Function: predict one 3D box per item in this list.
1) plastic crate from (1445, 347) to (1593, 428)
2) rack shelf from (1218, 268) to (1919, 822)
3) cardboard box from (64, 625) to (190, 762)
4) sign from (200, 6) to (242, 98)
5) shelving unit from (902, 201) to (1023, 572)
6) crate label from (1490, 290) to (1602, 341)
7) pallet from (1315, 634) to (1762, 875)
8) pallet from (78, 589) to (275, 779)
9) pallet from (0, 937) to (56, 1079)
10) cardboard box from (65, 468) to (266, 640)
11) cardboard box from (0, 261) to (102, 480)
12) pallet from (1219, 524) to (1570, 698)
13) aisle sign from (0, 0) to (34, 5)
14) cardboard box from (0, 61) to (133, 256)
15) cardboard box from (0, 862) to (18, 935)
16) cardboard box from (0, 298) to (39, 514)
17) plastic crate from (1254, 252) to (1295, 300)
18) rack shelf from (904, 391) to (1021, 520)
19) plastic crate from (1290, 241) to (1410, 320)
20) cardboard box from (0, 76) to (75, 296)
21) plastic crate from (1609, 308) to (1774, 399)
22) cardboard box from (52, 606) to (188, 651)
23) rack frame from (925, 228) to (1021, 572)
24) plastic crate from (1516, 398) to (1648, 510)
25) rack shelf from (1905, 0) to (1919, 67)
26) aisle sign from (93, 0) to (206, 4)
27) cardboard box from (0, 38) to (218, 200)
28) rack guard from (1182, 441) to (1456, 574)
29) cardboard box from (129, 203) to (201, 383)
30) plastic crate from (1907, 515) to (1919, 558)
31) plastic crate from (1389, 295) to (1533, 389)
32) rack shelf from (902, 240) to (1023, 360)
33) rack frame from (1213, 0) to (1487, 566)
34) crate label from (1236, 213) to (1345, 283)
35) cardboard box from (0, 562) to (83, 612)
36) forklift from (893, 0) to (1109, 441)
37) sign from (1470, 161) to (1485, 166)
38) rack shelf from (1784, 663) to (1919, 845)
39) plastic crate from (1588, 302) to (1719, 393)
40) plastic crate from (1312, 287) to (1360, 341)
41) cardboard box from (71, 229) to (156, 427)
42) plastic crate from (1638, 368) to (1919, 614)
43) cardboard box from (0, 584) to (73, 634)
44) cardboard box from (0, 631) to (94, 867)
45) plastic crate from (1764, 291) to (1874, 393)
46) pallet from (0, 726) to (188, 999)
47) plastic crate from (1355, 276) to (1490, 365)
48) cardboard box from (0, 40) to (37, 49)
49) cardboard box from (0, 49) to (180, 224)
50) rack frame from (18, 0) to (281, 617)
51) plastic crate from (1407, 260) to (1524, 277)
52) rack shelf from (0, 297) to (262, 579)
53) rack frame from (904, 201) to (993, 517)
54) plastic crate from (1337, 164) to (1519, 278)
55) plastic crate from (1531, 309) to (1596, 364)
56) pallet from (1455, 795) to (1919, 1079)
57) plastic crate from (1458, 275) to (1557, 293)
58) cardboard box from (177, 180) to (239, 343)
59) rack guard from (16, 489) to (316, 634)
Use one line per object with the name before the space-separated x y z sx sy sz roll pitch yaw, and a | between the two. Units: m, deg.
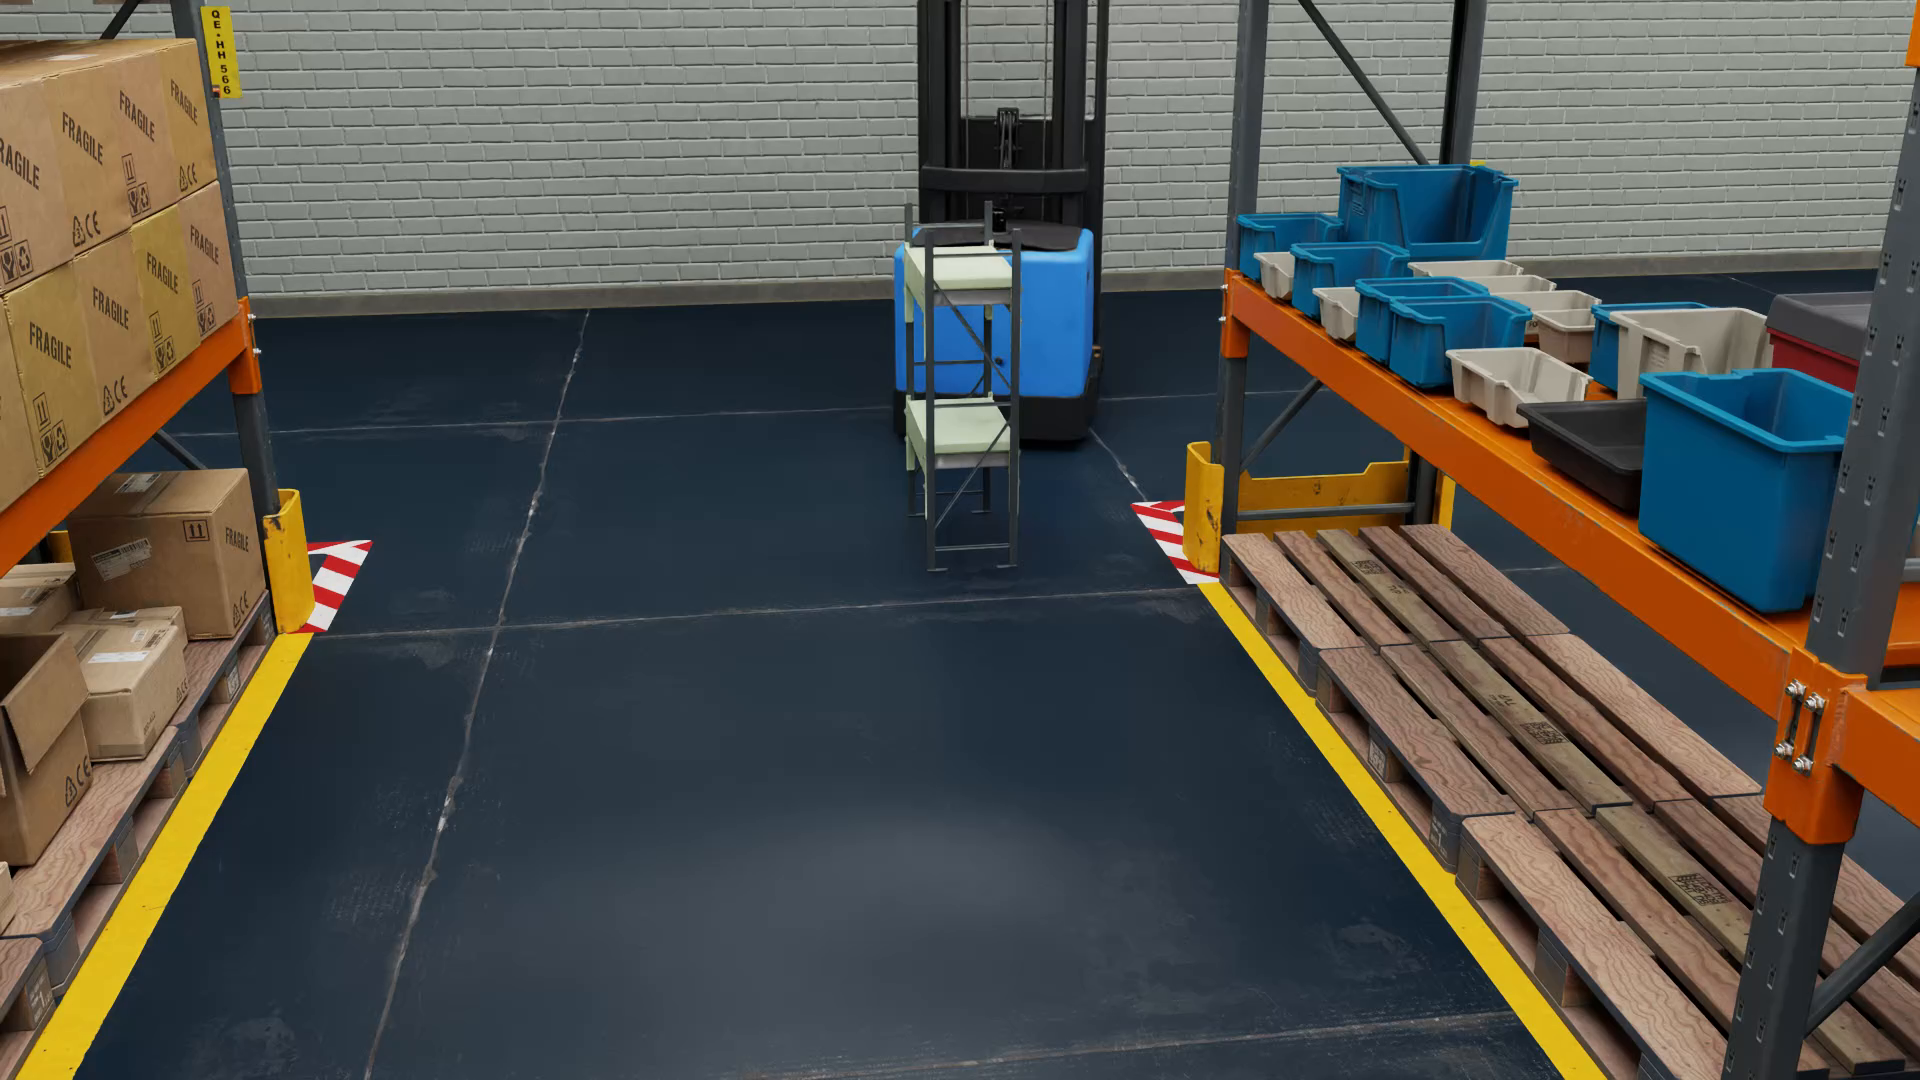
plastic crate | 1.652 -0.443 4.907 0.293 0.136 0.466 -3 21 -8
rack shelf | 1.913 -0.306 5.278 1.077 0.370 4.000 -3 21 -8
cardboard box | -2.849 0.501 5.389 0.500 0.250 0.500 -3 21 -8
sign | -2.726 -1.799 6.139 0.100 0.325 0.005 -3 21 -8
shelving unit | 0.001 -0.700 7.448 0.431 1.500 0.755 -3 21 -8
crate label | 2.013 -0.771 5.785 0.396 0.136 0.243 -3 21 -8
pallet | 1.877 0.679 5.596 1.003 0.211 1.213 -3 21 -8
pallet | -3.151 0.521 6.019 1.003 0.211 1.213 -3 21 -8
pallet | -2.799 1.366 3.757 1.003 0.211 1.213 -3 21 -8
cardboard box | -2.956 0.053 6.230 0.500 0.500 0.500 -3 21 -8
cardboard box | -2.727 -0.466 4.534 0.500 0.500 0.500 -3 21 -9
pallet | 1.705 0.258 6.724 1.003 0.211 1.213 -3 21 -8
aisle sign | -3.578 -2.314 5.909 0.394 0.787 0.004 -3 21 -8
cardboard box | -2.789 -1.108 4.824 0.500 0.500 0.500 -2 21 -6
cardboard box | -2.682 0.963 4.270 0.380 0.166 0.250 -3 21 -8
cardboard box | -2.652 -0.290 4.063 0.500 0.500 0.500 -3 21 -8
plastic crate | 1.298 -1.023 6.460 0.250 0.136 0.298 -3 21 -8
rack shelf | 0.001 -0.395 7.562 0.431 0.370 0.720 -3 21 -8
plastic crate | 1.429 -0.956 6.141 0.416 0.233 0.300 -3 21 -8
cardboard box | -2.715 -0.930 4.348 0.500 0.500 0.500 -2 21 -6
plastic crate | 2.163 -0.462 4.749 0.437 0.282 0.530 -3 21 -8
cardboard box | -2.986 0.354 5.901 0.380 0.166 0.250 -3 21 -8
rack frame | 0.054 -0.574 7.108 0.400 1.500 0.023 -3 21 -8
plastic crate | 1.774 -0.224 4.337 0.437 0.125 0.590 -3 21 -8
rack shelf | 1.913 -1.712 4.753 1.077 0.370 4.000 -3 21 -8
aisle sign | -2.985 -2.344 5.990 0.394 0.787 0.004 -3 21 -8
cardboard box | -2.942 -1.462 5.773 0.500 0.500 0.500 -3 21 -8
rack guard | 1.608 -0.173 7.464 1.175 0.500 0.348 -3 21 -8
cardboard box | -2.866 -0.813 5.464 0.500 0.500 0.500 -3 21 -7
plastic crate | 2.275 -0.024 3.784 0.396 0.136 0.243 -3 21 -8
plastic crate | 1.567 -0.624 5.253 0.416 0.233 0.300 -3 21 -8
rack shelf | 0.001 -1.066 7.311 0.431 0.370 0.720 -3 21 -8
rack frame | 1.624 -1.336 7.006 1.000 3.000 0.127 -3 21 -8
crate label | 1.334 -1.184 6.751 0.416 0.233 0.303 -3 21 -8
cardboard box | -3.558 0.204 6.328 0.380 0.149 0.250 -3 21 -8
forklift | 0.330 -2.383 9.908 1.130 2.935 3.031 2 21 7
sign | 2.166 -1.446 7.067 0.100 0.325 0.005 -3 21 -8
rack shelf | 2.489 1.078 1.570 1.077 0.370 4.000 -3 21 -8
plastic crate | 2.174 -0.588 5.156 0.416 0.233 0.300 -3 21 -8
plastic crate | 1.396 -0.788 5.831 0.250 0.136 0.298 -3 21 -8
cardboard box | -2.799 -0.640 5.001 0.500 0.500 0.500 -3 21 -7
plastic crate | 1.796 -0.116 3.677 0.392 0.384 0.575 -3 21 -8
cardboard box | -3.408 0.370 5.739 0.500 0.250 0.500 -3 21 -8
cardboard box | -2.977 0.611 4.733 0.797 0.503 0.637 -3 21 -8
plastic crate | 2.320 -0.331 4.138 0.402 0.464 0.583 -3 21 -8
pallet | -2.978 0.943 4.891 1.003 0.211 1.213 -3 21 -8
plastic crate | 1.524 -0.728 5.531 0.416 0.233 0.300 -3 21 -8
cardboard box | -3.475 -1.436 5.701 0.500 0.500 0.500 -2 21 -6
cardboard box | -2.868 -1.288 5.304 0.500 0.500 0.500 -2 21 -6
rack frame | -3.278 -1.087 6.340 1.000 3.000 0.127 -3 21 -8
plastic crate | 1.921 -0.967 6.310 0.396 0.136 0.243 -3 21 -8
rack shelf | -2.990 -0.058 4.612 1.077 0.370 4.000 -3 21 -8
rack frame | -0.052 -0.827 7.787 0.400 1.500 0.023 -3 21 -8
plastic crate | 1.857 -1.274 6.704 0.616 0.435 0.499 -3 21 -8
plastic crate | 2.074 -0.669 5.513 0.298 0.136 0.250 -3 21 -8
pallet | 2.056 1.103 4.462 1.003 0.211 1.213 -3 21 -8
plastic crate | 1.948 -0.866 6.039 0.396 0.136 0.243 -3 21 -8
cardboard box | -2.944 -0.993 5.945 0.500 0.500 0.500 -2 21 -6
rack guard | -3.267 0.110 6.707 1.175 0.500 0.348 -3 21 -8
